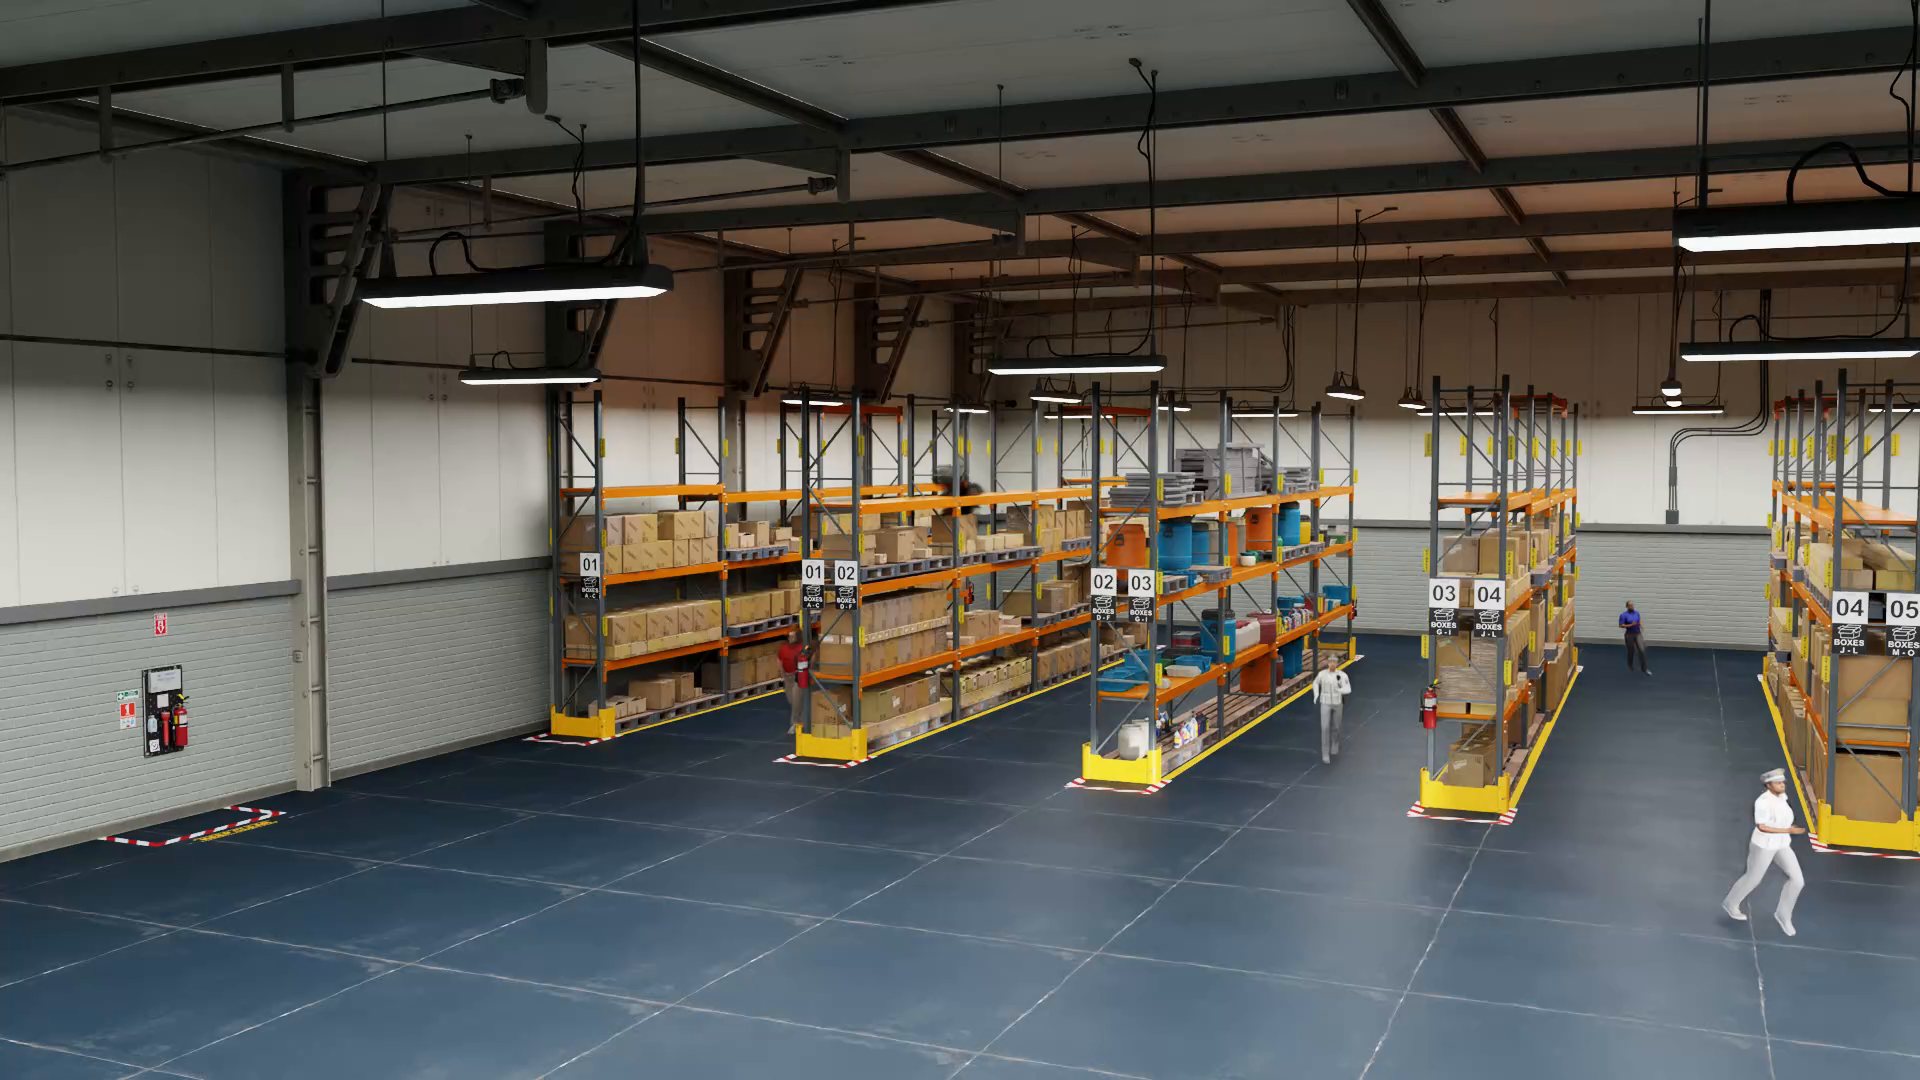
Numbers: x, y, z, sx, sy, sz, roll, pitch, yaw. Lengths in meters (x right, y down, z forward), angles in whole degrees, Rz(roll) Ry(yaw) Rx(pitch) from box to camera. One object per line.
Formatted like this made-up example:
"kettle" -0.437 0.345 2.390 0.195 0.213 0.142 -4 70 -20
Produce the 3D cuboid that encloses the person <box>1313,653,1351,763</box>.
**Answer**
"person" 5.966 2.656 26.680 0.599 1.708 0.878 1 3 13

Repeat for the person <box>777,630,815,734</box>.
"person" -2.912 2.464 29.285 0.608 1.767 0.907 1 3 23

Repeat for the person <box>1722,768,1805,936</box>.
"person" 8.412 3.211 17.278 0.586 1.725 0.880 -1 3 -24

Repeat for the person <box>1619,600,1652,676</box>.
"person" 14.866 2.146 36.789 0.645 1.640 0.872 0 3 2
